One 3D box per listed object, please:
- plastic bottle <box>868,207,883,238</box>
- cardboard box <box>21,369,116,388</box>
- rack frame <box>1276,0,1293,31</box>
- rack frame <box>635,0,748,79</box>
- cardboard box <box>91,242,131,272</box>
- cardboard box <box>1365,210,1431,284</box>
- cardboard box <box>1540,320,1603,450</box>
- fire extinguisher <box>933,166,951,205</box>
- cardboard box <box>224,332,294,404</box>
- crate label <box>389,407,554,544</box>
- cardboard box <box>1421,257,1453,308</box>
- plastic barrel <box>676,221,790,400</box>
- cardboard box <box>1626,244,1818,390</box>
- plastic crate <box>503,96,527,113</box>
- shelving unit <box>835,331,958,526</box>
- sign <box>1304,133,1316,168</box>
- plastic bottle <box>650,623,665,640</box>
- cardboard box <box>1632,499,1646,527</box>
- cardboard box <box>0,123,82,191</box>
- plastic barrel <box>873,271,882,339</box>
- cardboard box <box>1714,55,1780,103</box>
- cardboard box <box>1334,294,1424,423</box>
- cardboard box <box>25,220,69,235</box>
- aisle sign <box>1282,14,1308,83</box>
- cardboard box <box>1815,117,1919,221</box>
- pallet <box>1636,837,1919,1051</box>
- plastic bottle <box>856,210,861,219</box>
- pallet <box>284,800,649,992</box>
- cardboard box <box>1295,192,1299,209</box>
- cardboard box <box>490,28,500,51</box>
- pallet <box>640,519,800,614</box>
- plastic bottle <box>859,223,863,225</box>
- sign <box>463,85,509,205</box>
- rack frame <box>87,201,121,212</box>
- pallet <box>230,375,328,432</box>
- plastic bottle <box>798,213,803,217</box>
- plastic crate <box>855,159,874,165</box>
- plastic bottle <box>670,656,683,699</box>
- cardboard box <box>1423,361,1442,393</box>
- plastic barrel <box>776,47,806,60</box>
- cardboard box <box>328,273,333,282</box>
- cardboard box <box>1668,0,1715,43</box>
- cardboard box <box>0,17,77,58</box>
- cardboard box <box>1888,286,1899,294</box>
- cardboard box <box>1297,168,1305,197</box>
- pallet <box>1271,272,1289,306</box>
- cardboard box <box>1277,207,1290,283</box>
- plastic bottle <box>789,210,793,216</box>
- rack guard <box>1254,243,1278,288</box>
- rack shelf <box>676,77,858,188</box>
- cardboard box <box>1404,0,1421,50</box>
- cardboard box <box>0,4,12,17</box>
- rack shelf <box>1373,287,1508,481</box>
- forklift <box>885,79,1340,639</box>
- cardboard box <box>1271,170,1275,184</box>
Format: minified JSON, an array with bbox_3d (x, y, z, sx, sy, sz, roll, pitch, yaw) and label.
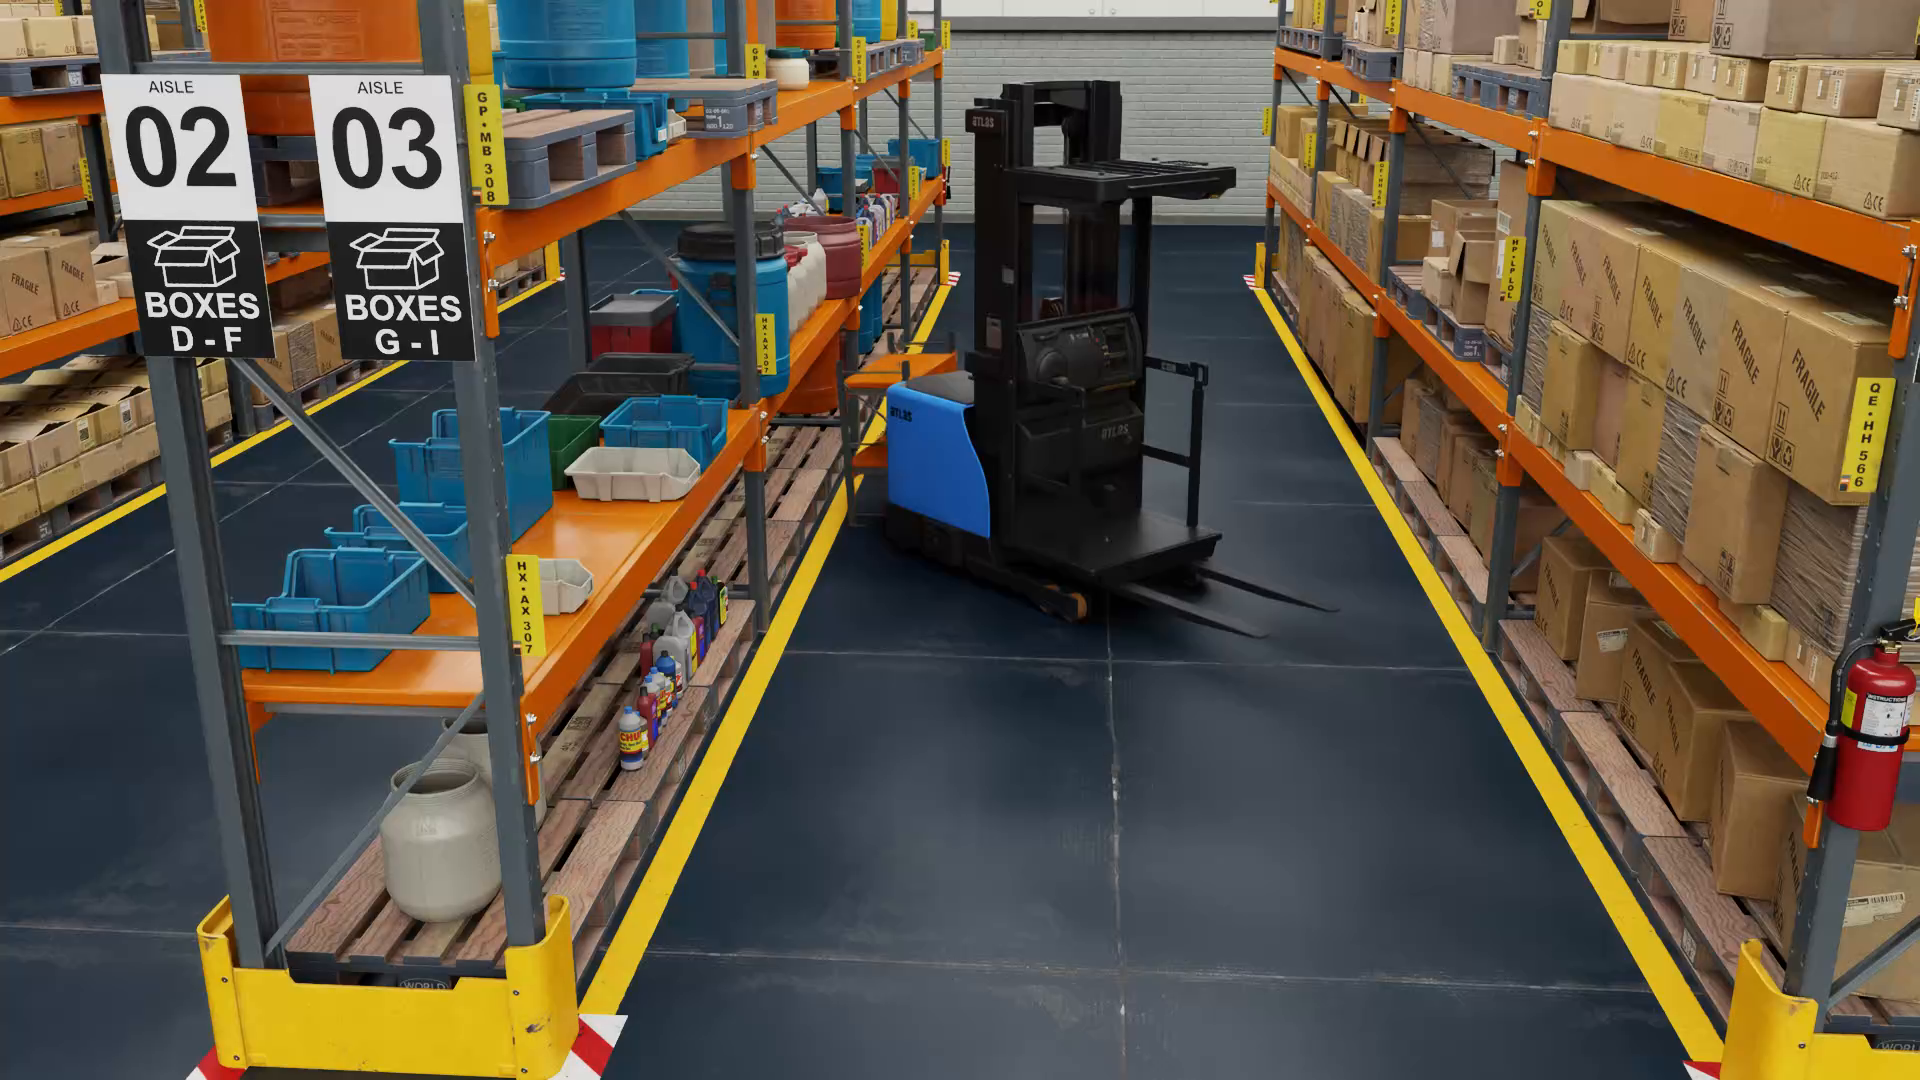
[{"bbox_3d":[-0.784,-2.908,15.181,0.152,0.276,0.135,1,18,4],"label":"plastic bottle"},{"bbox_3d":[-6.593,-1.118,12.359,0.500,0.311,0.500,1,18,3],"label":"cardboard box"},{"bbox_3d":[4.221,-7.391,19.029,1.000,3.000,0.127,1,18,4],"label":"rack frame"},{"bbox_3d":[-1.579,-3.775,7.992,1.000,3.000,0.127,1,18,4],"label":"rack frame"},{"bbox_3d":[-6.302,-2.124,12.731,0.500,0.311,0.500,2,18,7],"label":"cardboard box"},{"bbox_3d":[3.436,-2.262,12.849,0.500,0.500,0.500,2,18,6],"label":"cardboard box"},{"bbox_3d":[3.196,-0.710,7.633,0.875,0.500,0.500,1,18,4],"label":"cardboard box"},{"bbox_3d":[-0.255,-4.474,20.482,0.296,0.674,0.183,1,18,4],"label":"fire extinguisher"},{"bbox_3d":[-5.915,-1.434,13.791,0.500,0.500,0.500,2,18,6],"label":"cardboard box"},{"bbox_3d":[-2.004,-0.276,6.892,0.502,0.435,0.616,1,18,4],"label":"crate label"},{"bbox_3d":[3.298,-1.669,10.765,0.500,0.250,0.500,1,18,2],"label":"cardboard box"},{"bbox_3d":[-1.249,-1.276,9.194,0.600,0.901,0.708,1,18,4],"label":"plastic barrel"},{"bbox_3d":[2.980,-0.877,6.539,0.500,0.500,0.500,1,18,4],"label":"cardboard box"},{"bbox_3d":[-1.964,-1.765,7.015,0.336,0.188,0.450,1,18,4],"label":"plastic crate"},{"bbox_3d":[-0.390,-0.779,11.438,0.538,1.125,1.048,2,18,17],"label":"shelving unit"},{"bbox_3d":[3.381,-3.759,16.061,0.100,0.325,0.005,1,18,4],"label":"sign"},{"bbox_3d":[-1.479,0.530,8.145,0.061,0.283,0.133,1,18,4],"label":"plastic bottle"},{"bbox_3d":[2.979,-0.089,6.782,0.380,0.149,0.250,1,18,4],"label":"cardboard box"},{"bbox_3d":[-10.732,-4.393,19.032,0.980,0.700,0.700,0,18,1],"label":"cardboard box"},{"bbox_3d":[-1.062,-2.443,16.256,0.600,0.901,0.708,1,18,4],"label":"plastic barrel"},{"bbox_3d":[2.883,-1.612,5.809,0.380,0.149,0.250,0,18,1],"label":"cardboard box"},{"bbox_3d":[3.718,-1.460,13.298,1.225,0.875,0.875,0,18,1],"label":"cardboard box"},{"bbox_3d":[-10.813,-3.702,19.701,0.380,0.149,0.250,2,18,5],"label":"cardboard box"},{"bbox_3d":[3.927,-5.805,19.647,0.394,0.787,0.004,1,18,4],"label":"aisle sign"},{"bbox_3d":[2.855,-1.081,4.828,0.500,0.250,0.500,2,18,5],"label":"cardboard box"},{"bbox_3d":[3.173,1.479,6.071,1.003,0.211,1.213,1,18,4],"label":"pallet"},{"bbox_3d":[-0.926,-2.831,14.953,0.097,0.271,0.097,0,18,0],"label":"plastic bottle"},{"bbox_3d":[-1.844,1.366,6.414,1.003,0.211,1.213,1,18,4],"label":"pallet"},{"bbox_3d":[3.685,-3.520,17.253,0.380,0.149,0.250,2,18,5],"label":"cardboard box"},{"bbox_3d":[-5.503,-5.641,18.745,0.500,0.250,0.500,1,18,4],"label":"cardboard box"},{"bbox_3d":[-1.562,0.156,10.107,1.003,0.211,1.213,1,18,4],"label":"pallet"},{"bbox_3d":[-0.837,-2.555,14.110,0.097,0.271,0.097,0,18,0],"label":"plastic bottle"},{"bbox_3d":[-1.318,-1.098,4.625,0.100,0.325,0.005,1,18,4],"label":"sign"},{"bbox_3d":[-10.600,-4.872,20.975,1.000,3.000,0.127,1,18,4],"label":"rack frame"},{"bbox_3d":[-6.142,-1.184,14.198,1.003,0.211,1.213,1,18,4],"label":"pallet"},{"bbox_3d":[-1.408,-2.754,14.716,0.097,0.271,0.097,0,18,0],"label":"plastic bottle"},{"bbox_3d":[-1.112,-4.326,19.482,0.416,0.233,0.300,1,18,4],"label":"plastic crate"},{"bbox_3d":[-1.372,0.651,7.908,0.097,0.201,0.097,0,18,0],"label":"plastic bottle"},{"bbox_3d":[3.630,-1.225,11.947,0.500,0.250,0.500,2,18,6],"label":"cardboard box"},{"bbox_3d":[-1.259,-3.440,12.037,0.294,0.245,0.294,0,18,0],"label":"plastic barrel"},{"bbox_3d":[-6.224,-2.397,16.729,0.500,0.500,0.500,0,18,1],"label":"cardboard box"},{"bbox_3d":[3.583,-2.520,7.538,0.500,0.500,0.500,1,18,2],"label":"cardboard box"},{"bbox_3d":[-6.281,-3.349,11.076,0.500,0.250,0.500,1,18,3],"label":"cardboard box"},{"bbox_3d":[3.428,-0.555,5.556,0.500,0.500,0.500,1,18,4],"label":"cardboard box"},{"bbox_3d":[3.739,-3.672,17.076,0.500,0.250,0.500,2,18,6],"label":"cardboard box"},{"bbox_3d":[4.242,-2.965,19.634,1.003,0.211,1.213,1,18,4],"label":"pallet"},{"bbox_3d":[4.255,-3.530,19.616,0.875,0.875,0.875,1,18,4],"label":"cardboard box"},{"bbox_3d":[-1.538,-2.817,14.911,0.097,0.271,0.097,0,18,0],"label":"plastic bottle"},{"bbox_3d":[4.223,-3.360,20.375,1.175,0.500,0.348,1,18,4],"label":"rack guard"},{"bbox_3d":[-1.436,-2.629,10.467,1.077,0.370,4.000,1,18,4],"label":"rack shelf"},{"bbox_3d":[3.358,-3.626,11.392,0.500,0.500,0.500,1,18,4],"label":"cardboard box"},{"bbox_3d":[-10.524,-5.598,17.778,0.500,0.250,0.500,1,18,3],"label":"cardboard box"},{"bbox_3d":[3.504,-1.093,10.597,1.077,0.370,4.000,1,18,4],"label":"rack shelf"},{"bbox_3d":[0.850,-1.101,9.575,1.130,2.935,3.031,-15,23,-38],"label":"forklift"},{"bbox_3d":[3.850,-4.239,19.445,0.380,0.149,0.250,1,18,3],"label":"cardboard box"}]
